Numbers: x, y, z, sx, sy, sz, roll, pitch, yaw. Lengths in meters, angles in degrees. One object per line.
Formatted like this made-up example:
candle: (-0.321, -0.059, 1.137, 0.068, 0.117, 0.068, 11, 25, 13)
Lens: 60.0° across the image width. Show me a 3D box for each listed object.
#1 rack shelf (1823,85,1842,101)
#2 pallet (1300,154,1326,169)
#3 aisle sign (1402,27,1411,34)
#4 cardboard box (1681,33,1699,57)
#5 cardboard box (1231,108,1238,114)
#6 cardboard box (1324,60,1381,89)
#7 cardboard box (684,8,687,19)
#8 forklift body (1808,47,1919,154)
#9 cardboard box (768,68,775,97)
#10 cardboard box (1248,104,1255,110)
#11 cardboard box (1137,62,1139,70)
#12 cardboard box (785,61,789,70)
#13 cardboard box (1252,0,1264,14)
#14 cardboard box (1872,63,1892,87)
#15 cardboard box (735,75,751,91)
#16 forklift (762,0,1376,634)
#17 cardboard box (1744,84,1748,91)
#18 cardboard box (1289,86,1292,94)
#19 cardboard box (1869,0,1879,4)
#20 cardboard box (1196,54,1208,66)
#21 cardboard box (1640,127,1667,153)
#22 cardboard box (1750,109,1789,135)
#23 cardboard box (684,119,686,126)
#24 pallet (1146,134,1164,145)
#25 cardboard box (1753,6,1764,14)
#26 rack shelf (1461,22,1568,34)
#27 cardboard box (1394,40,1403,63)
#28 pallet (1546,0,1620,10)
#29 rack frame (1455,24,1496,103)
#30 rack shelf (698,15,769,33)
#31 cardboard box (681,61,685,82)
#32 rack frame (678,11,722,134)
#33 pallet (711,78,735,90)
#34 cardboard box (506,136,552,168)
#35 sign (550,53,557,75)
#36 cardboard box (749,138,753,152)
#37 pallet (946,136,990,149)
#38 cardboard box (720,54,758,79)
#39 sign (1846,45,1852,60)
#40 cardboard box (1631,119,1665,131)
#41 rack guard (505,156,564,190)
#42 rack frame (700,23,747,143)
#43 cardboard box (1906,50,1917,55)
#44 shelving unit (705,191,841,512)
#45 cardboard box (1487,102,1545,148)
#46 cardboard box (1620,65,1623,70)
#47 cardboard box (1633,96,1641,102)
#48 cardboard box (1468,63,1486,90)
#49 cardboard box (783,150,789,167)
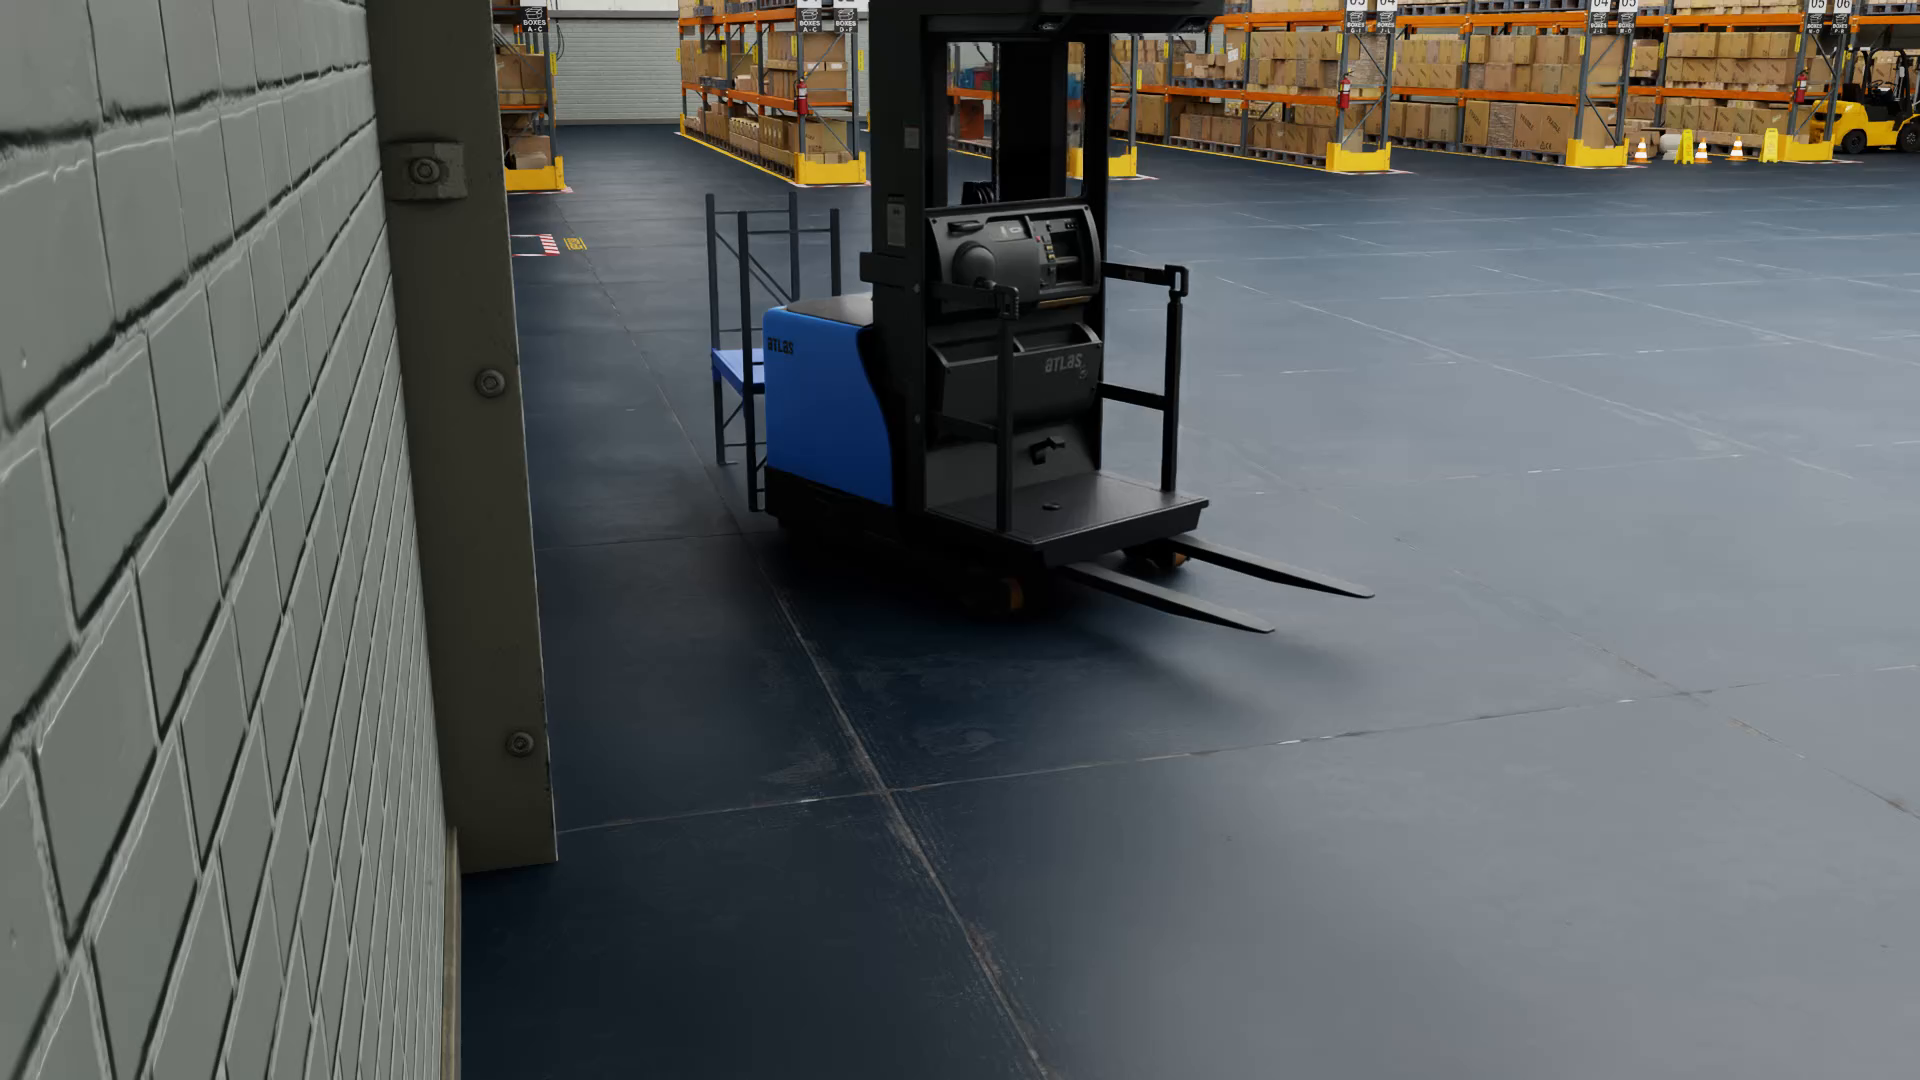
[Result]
rack shelf: (19.994, -10.724, 39.690, 1.077, 0.370, 4.000, -5, 17, -15)
pallet: (7.133, -7.145, 31.372, 1.003, 0.211, 1.213, -5, 17, -15)
aisle sign: (12.753, -14.731, 47.259, 0.394, 0.787, 0.004, -5, 17, -15)
cardboard box: (15.804, -10.509, 35.296, 0.700, 0.500, 0.500, -5, 17, -15)
cardboard box: (7.661, -11.755, 45.580, 0.380, 0.149, 0.250, -5, 17, -16)
cardboard box: (7.219, -8.577, 30.600, 0.875, 0.500, 0.500, -5, 17, -15)
cardboard box: (-6.419, -12.801, 40.400, 0.500, 0.250, 0.500, -5, 17, -15)
forklift body: (19.368, -9.383, 35.450, 2.313, 2.155, 1.214, -5, 17, -15)
cardboard box: (-3.154, -8.482, 30.802, 0.700, 0.500, 0.500, -5, 17, -17)
cardboard box: (7.941, -11.609, 44.575, 0.380, 0.149, 0.250, -4, 17, -14)
cardboard box: (4.355, -11.032, 39.292, 0.500, 0.500, 0.500, -4, 17, -14)
cardboard box: (-2.828, -8.257, 28.926, 0.380, 0.149, 0.250, -4, 17, -14)
cardboard box: (6.122, -10.559, 32.935, 0.500, 0.250, 0.500, -5, 18, -17)
cardboard box: (20.574, -10.277, 36.778, 0.500, 0.500, 0.500, -4, 17, -14)
cardboard box: (-4.322, -9.358, 34.045, 0.500, 0.311, 0.500, -5, 17, -16)
forklift: (0.383, -1.247, 7.009, 1.130, 2.935, 3.031, -14, 22, -39)
cardboard box: (16.302, -9.267, 34.024, 0.380, 0.149, 0.250, -4, 17, -14)
cardboard box: (6.551, -8.656, 31.990, 0.380, 0.149, 0.250, -5, 17, -15)
cardboard box: (20.375, -11.933, 36.782, 0.380, 0.149, 0.250, -4, 17, -14)
cardboard box: (5.581, -10.401, 36.461, 0.700, 0.500, 0.500, -2, 17, -7)
cardboard box: (14.759, -8.522, 35.450, 0.500, 0.500, 0.500, 7, 18, 23)
cardboard box: (16.401, -8.460, 33.648, 0.500, 0.500, 0.500, -5, 17, -15)
cardboard box: (-6.795, -10.578, 42.144, 0.380, 0.149, 0.250, -5, 17, -15)
pallet: (5.001, -9.334, 38.657, 1.003, 0.211, 1.213, -5, 17, -15)
cardboard box: (16.245, -10.691, 33.553, 0.380, 0.149, 0.250, -5, 17, -16)
rack shelf: (14.124, -12.874, 41.632, 1.077, 0.370, 4.000, -5, 17, -15)
cardboard box: (10.196, -11.071, 37.683, 0.700, 0.500, 0.500, -5, 17, -16)
pallet: (11.926, -10.195, 31.618, 1.003, 0.211, 1.213, -5, 17, -15)
rack frame: (13.574, -12.335, 43.802, 1.000, 3.000, 0.127, -5, 17, -15)
rack shelf: (-4.931, -11.308, 36.420, 1.077, 0.370, 4.000, -5, 17, -15)
cardboard box: (-6.711, -11.780, 41.781, 0.500, 0.500, 0.500, -4, 17, -14)
rack frame: (-6.580, -11.876, 42.273, 1.000, 3.000, 0.127, -5, 17, -15)
pallet: (-4.635, -9.753, 35.540, 1.213, 0.211, 1.003, -5, 17, -15)
cardboard box: (-7.358, -6.634, 28.403, 0.700, 0.500, 0.500, -6, 18, -19)
sign: (-6.423, -7.515, 26.251, 0.100, 0.325, 0.005, -5, 17, -15)
cardboard box: (-3.812, -7.673, 32.330, 0.500, 0.250, 0.500, -5, 17, -16)
pallet: (0.126, -8.933, 37.323, 1.003, 0.211, 1.213, -5, 17, -15)
cardboard box: (-4.663, -10.077, 35.382, 0.700, 0.500, 0.500, -12, 20, -34)
sign: (20.025, -10.987, 37.438, 0.100, 0.325, 0.005, -5, 17, -15)
cardboard box: (15.626, -9.210, 37.235, 0.950, 0.372, 0.625, -4, 17, -15)
rack guard: (-6.965, -5.881, 26.662, 1.175, 0.500, 0.348, -5, 17, -15)
rack frame: (-5.480, -10.769, 38.590, 1.000, 3.000, 0.127, -5, 17, -15)
cardboard box: (20.777, -10.555, 36.058, 0.380, 0.149, 0.250, -5, 17, -15)
shelving unit: (-0.981, -1.028, 8.766, 0.538, 1.500, 1.048, -5, 17, -16)
cardboard box: (11.398, -8.458, 33.858, 0.875, 0.875, 0.875, -5, 17, -15)
cardboard box: (15.151, -10.904, 37.616, 0.500, 0.500, 0.500, -4, 17, -13)
cardboard box: (18.339, -11.852, 44.683, 0.380, 0.149, 0.250, -5, 17, -17)
cardboard box: (11.154, -9.674, 34.681, 0.875, 0.550, 0.550, -5, 17, -15)
cardboard box: (-2.763, -6.597, 28.748, 0.500, 0.250, 0.500, -5, 17, -15)
